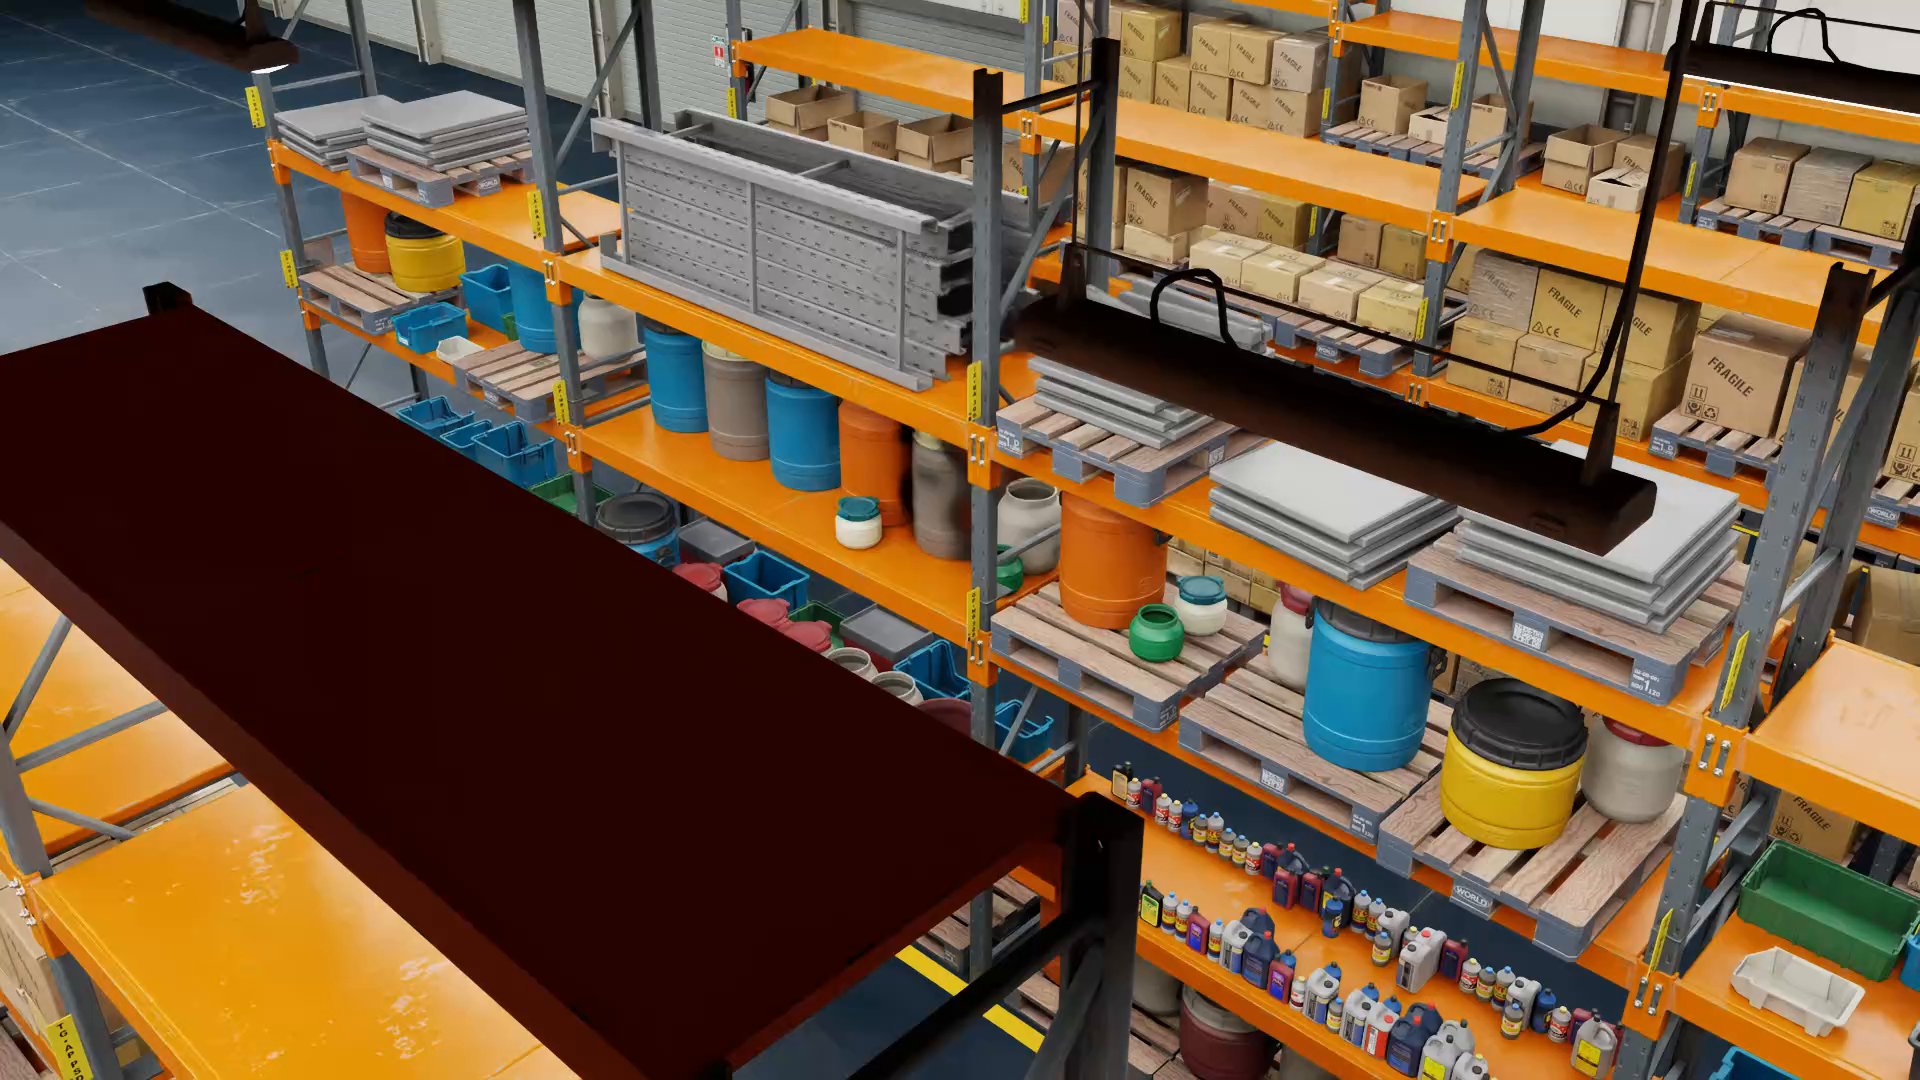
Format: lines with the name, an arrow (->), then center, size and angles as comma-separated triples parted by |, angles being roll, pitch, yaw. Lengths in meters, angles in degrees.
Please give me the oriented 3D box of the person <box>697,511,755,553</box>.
person -> -2.172, -0.364, 15.161 | 0.571, 1.713, 0.662 | 15, 33, 25
